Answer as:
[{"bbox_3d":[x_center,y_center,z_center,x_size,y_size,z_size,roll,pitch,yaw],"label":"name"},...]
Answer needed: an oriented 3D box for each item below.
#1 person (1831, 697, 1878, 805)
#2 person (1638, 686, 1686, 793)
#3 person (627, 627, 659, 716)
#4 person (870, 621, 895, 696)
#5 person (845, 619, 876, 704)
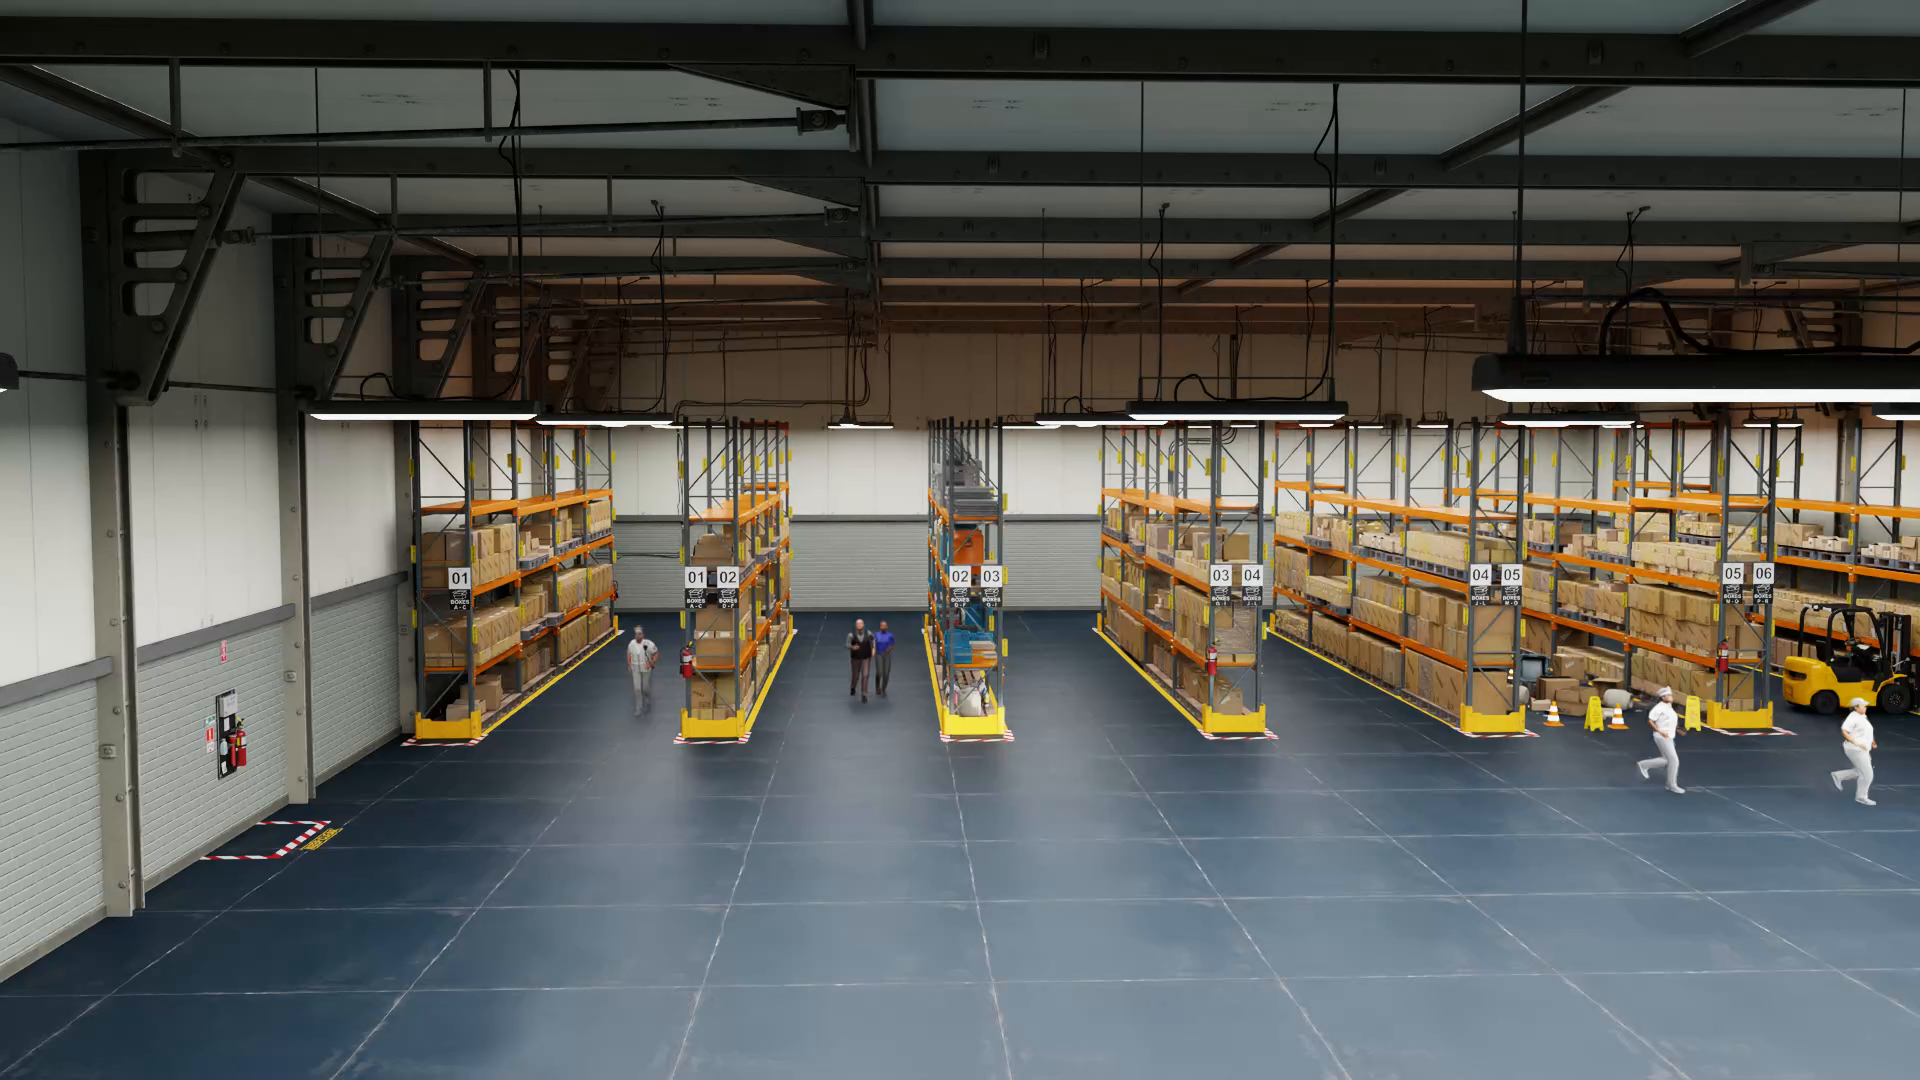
[{"bbox_3d":[13.827,3.246,25.699,0.648,1.641,0.608,3,5,42],"label":"person"},{"bbox_3d":[11.219,3.167,26.575,0.740,1.686,0.577,3,5,40],"label":"person"},{"bbox_3d":[-6.456,2.647,33.874,0.671,1.814,0.754,0,4,3],"label":"person"},{"bbox_3d":[-1.664,2.557,35.863,0.550,1.626,0.646,-1,4,-12],"label":"person"},{"bbox_3d":[-2.116,2.554,35.371,0.665,1.754,0.954,0,4,-6],"label":"person"}]
